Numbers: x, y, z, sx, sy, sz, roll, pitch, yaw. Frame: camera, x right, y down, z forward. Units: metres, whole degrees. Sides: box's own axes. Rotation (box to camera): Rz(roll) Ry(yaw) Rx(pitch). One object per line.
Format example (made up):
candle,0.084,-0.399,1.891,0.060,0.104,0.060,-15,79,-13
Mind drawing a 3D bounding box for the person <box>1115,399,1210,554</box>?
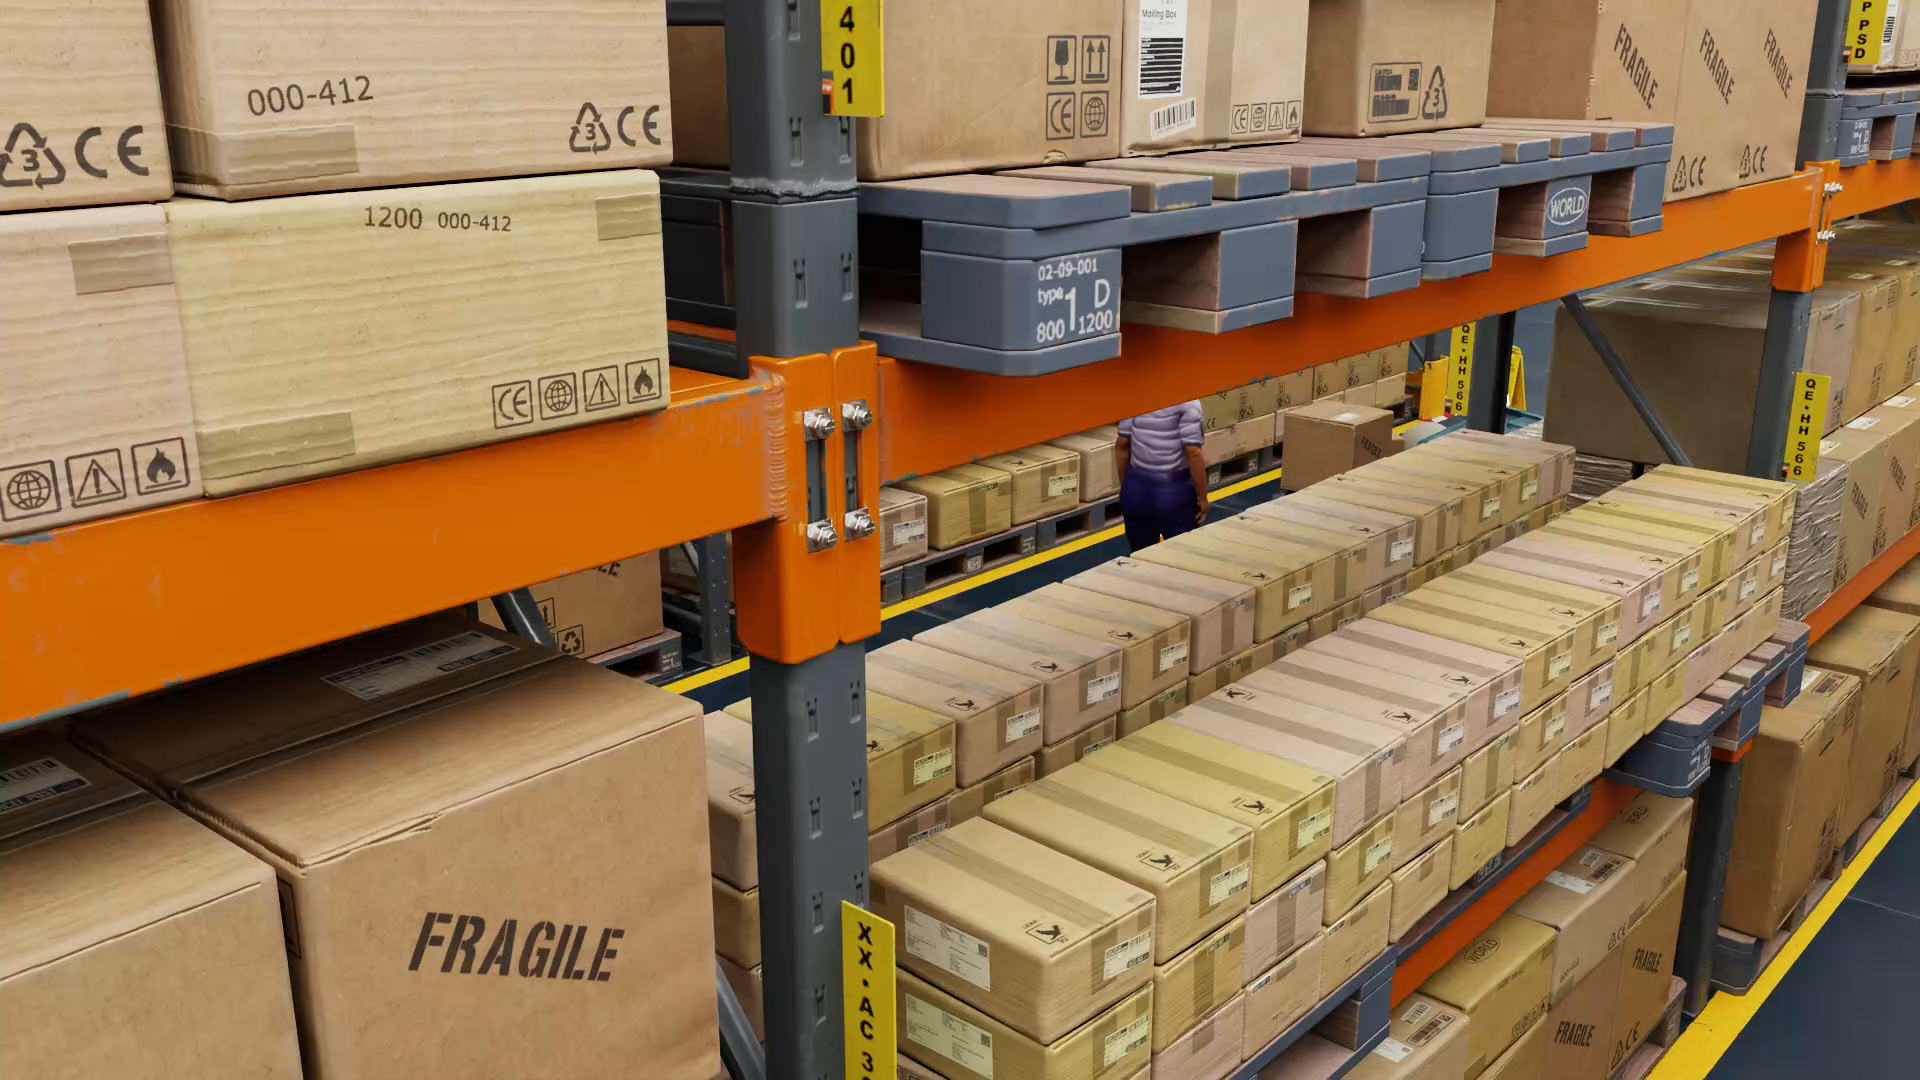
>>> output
person,1.078,-0.229,8.802,0.564,1.651,0.367,13,21,36
